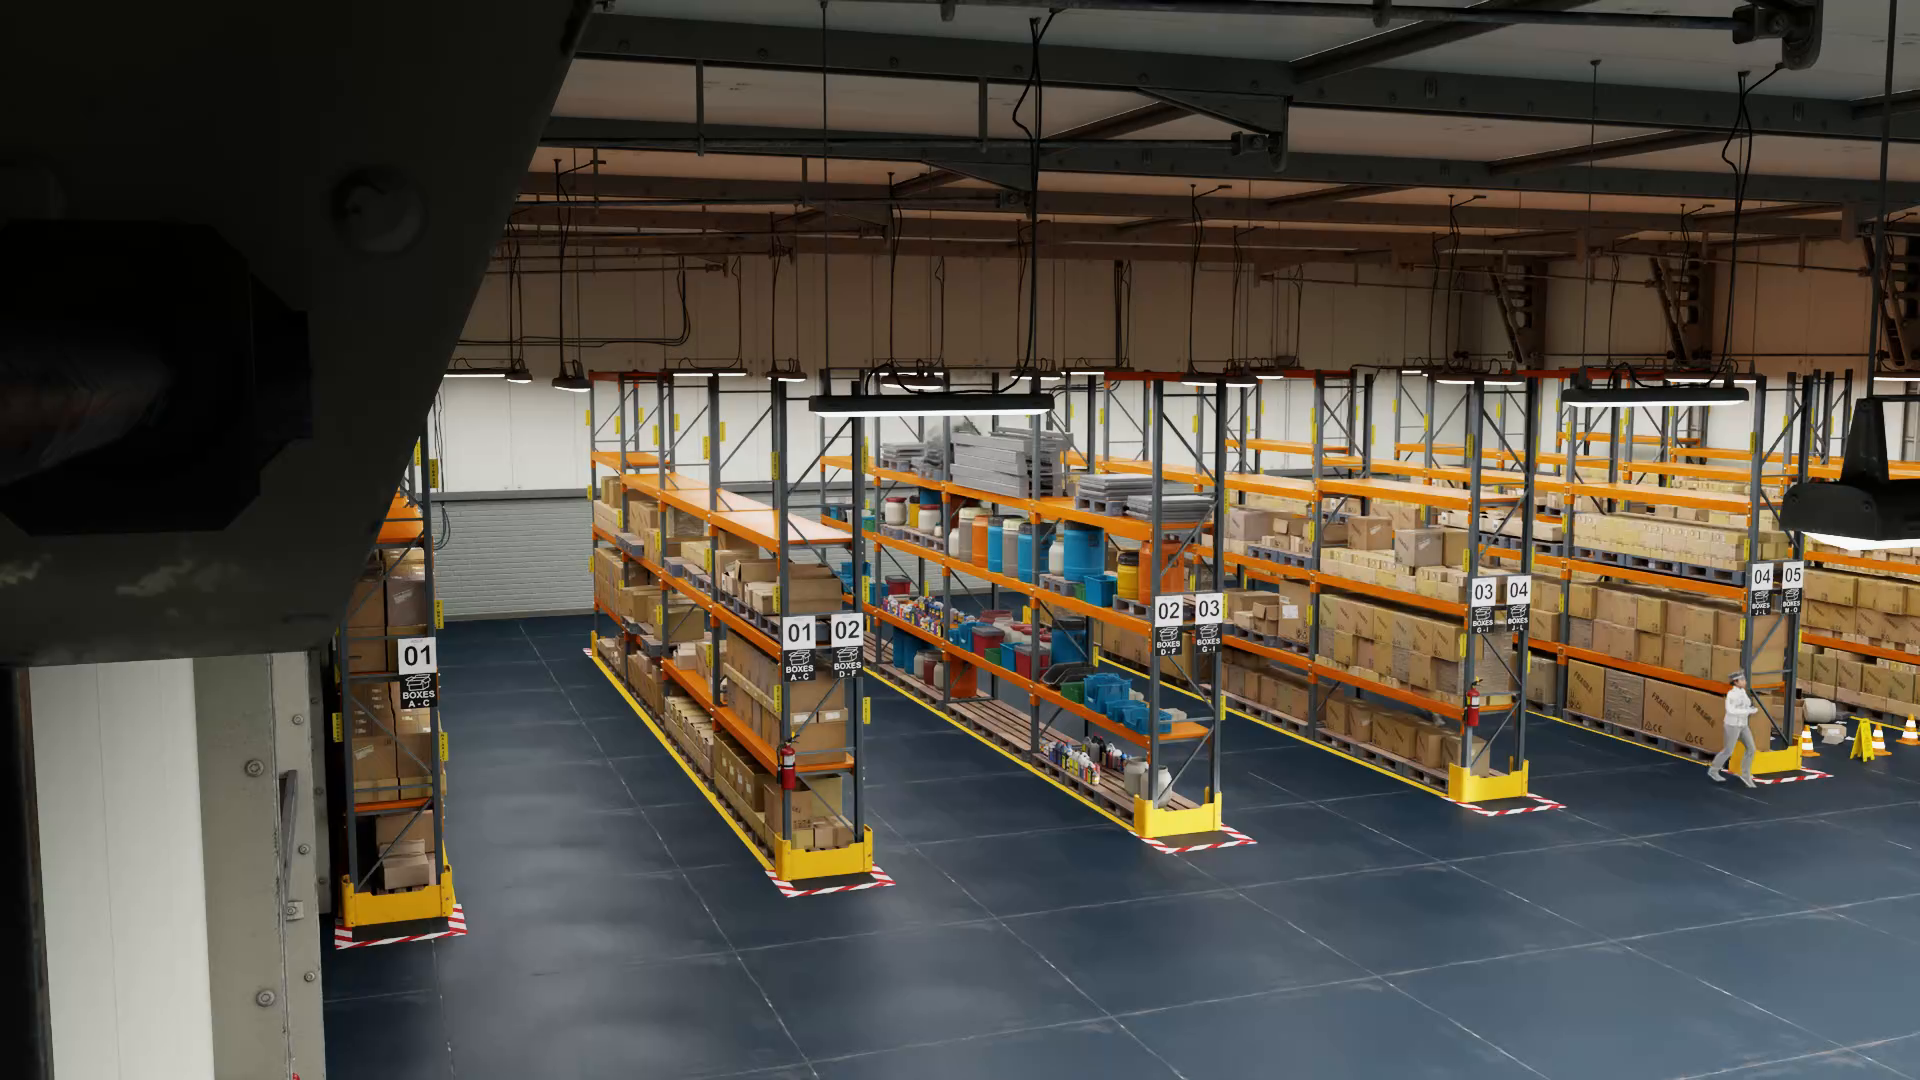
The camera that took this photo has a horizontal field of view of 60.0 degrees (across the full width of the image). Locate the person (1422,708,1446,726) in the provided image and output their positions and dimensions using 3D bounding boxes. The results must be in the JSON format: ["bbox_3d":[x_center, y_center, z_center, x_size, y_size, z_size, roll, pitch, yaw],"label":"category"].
[{"bbox_3d":[8.209,2.250,28.745,0.658,1.807,0.822,-3,7,-22],"label":"person"}]

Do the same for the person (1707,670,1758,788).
[{"bbox_3d":[11.383,2.770,24.437,0.609,1.765,0.671,-6,9,-42],"label":"person"}]
